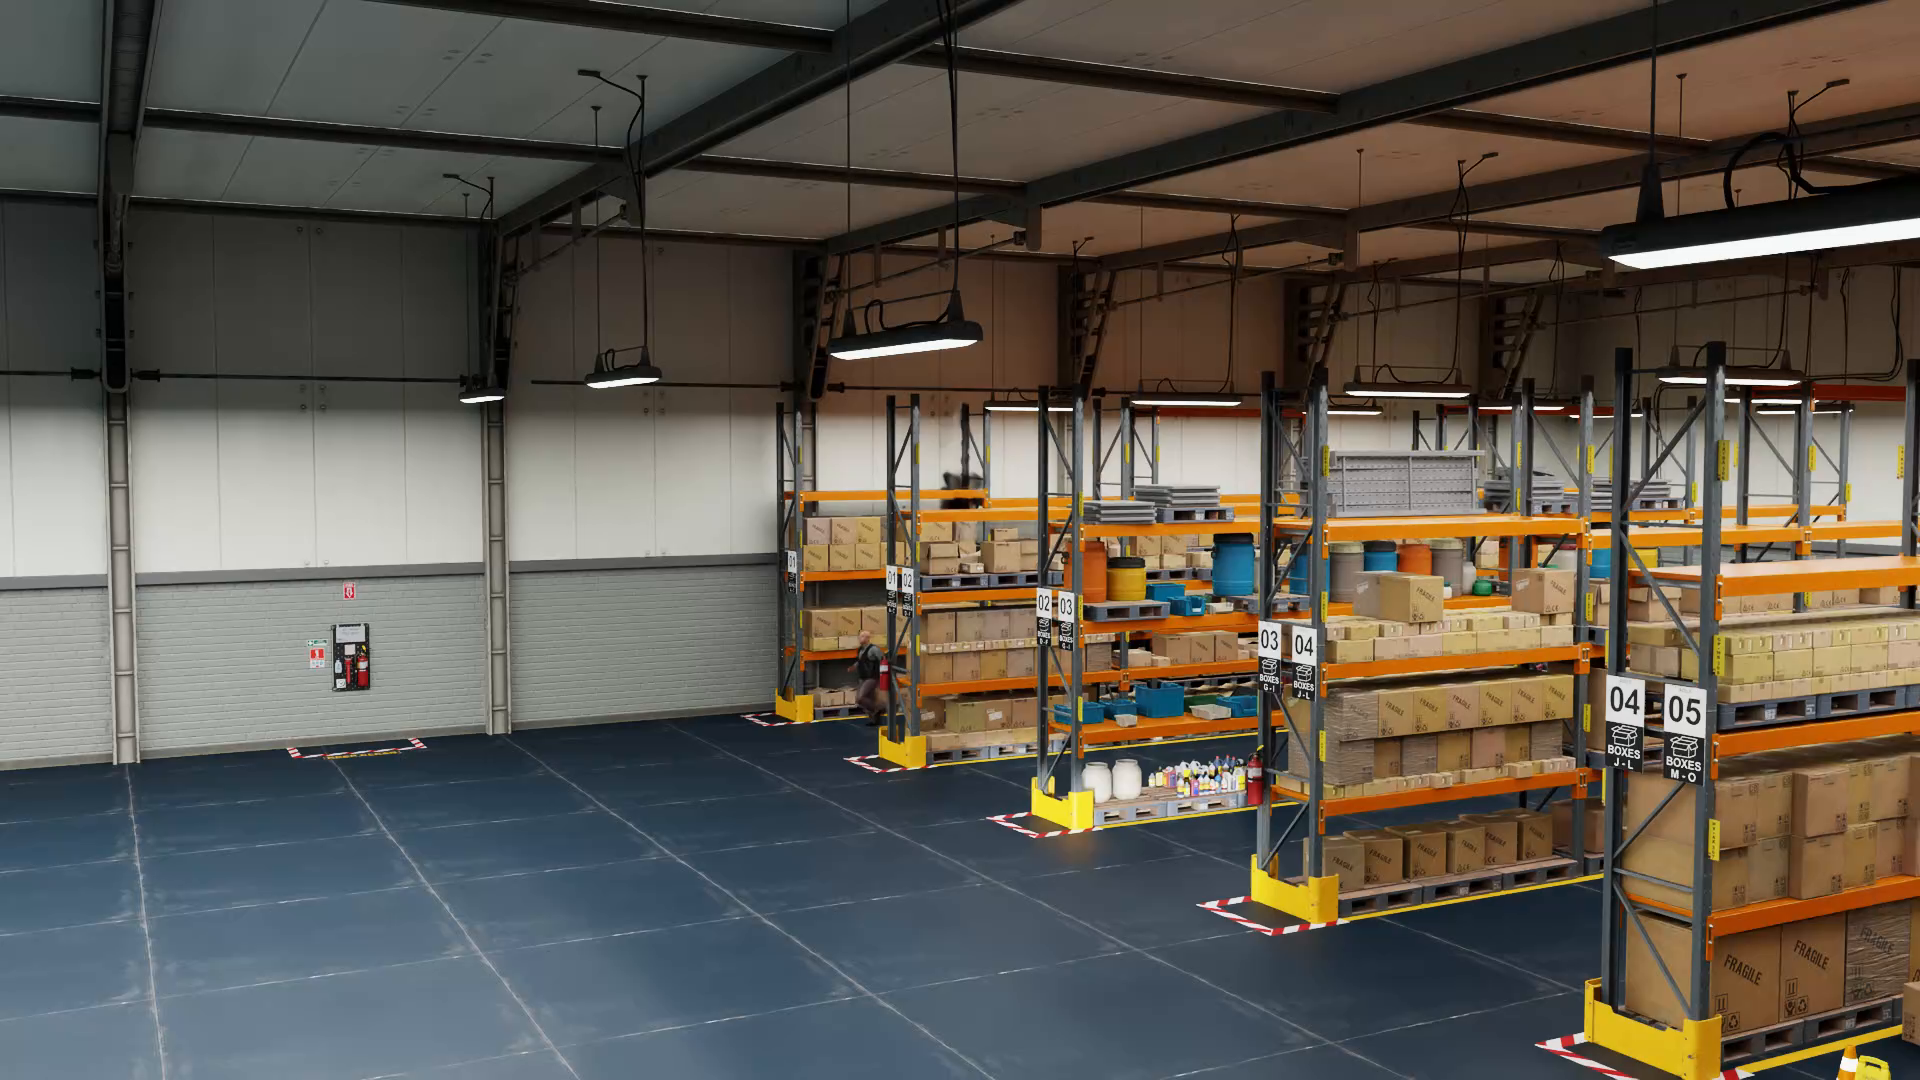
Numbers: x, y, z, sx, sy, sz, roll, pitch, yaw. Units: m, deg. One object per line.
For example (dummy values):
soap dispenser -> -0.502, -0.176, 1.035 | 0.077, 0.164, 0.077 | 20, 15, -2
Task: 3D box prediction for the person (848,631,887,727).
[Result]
person -> -1.631, 2.418, 28.903 | 0.615, 1.675, 0.665 | -2, 4, -34
